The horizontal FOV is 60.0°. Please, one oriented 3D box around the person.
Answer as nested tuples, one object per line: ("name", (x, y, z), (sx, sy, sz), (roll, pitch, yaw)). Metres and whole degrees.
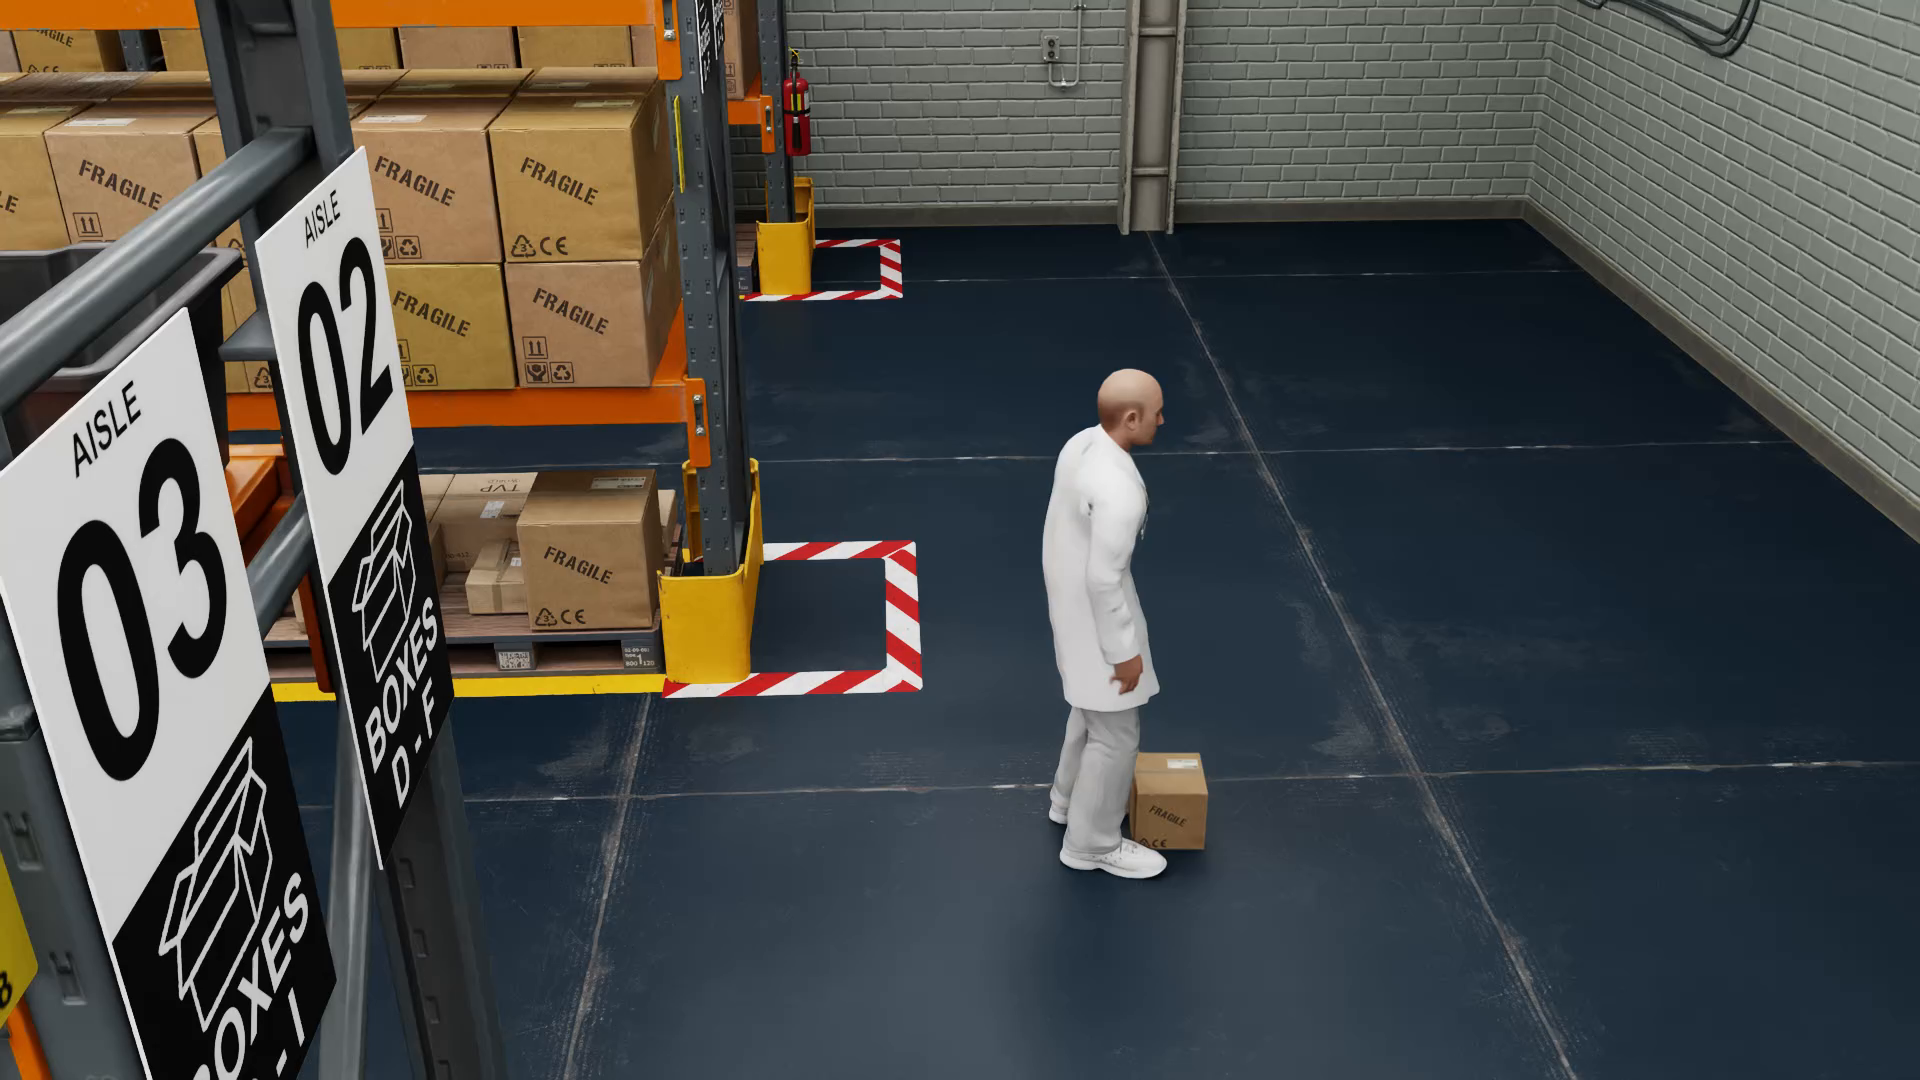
("person", (0.491, 0.268, 5.616), (0.428, 1.772, 0.641), (-2, 27, -5))
